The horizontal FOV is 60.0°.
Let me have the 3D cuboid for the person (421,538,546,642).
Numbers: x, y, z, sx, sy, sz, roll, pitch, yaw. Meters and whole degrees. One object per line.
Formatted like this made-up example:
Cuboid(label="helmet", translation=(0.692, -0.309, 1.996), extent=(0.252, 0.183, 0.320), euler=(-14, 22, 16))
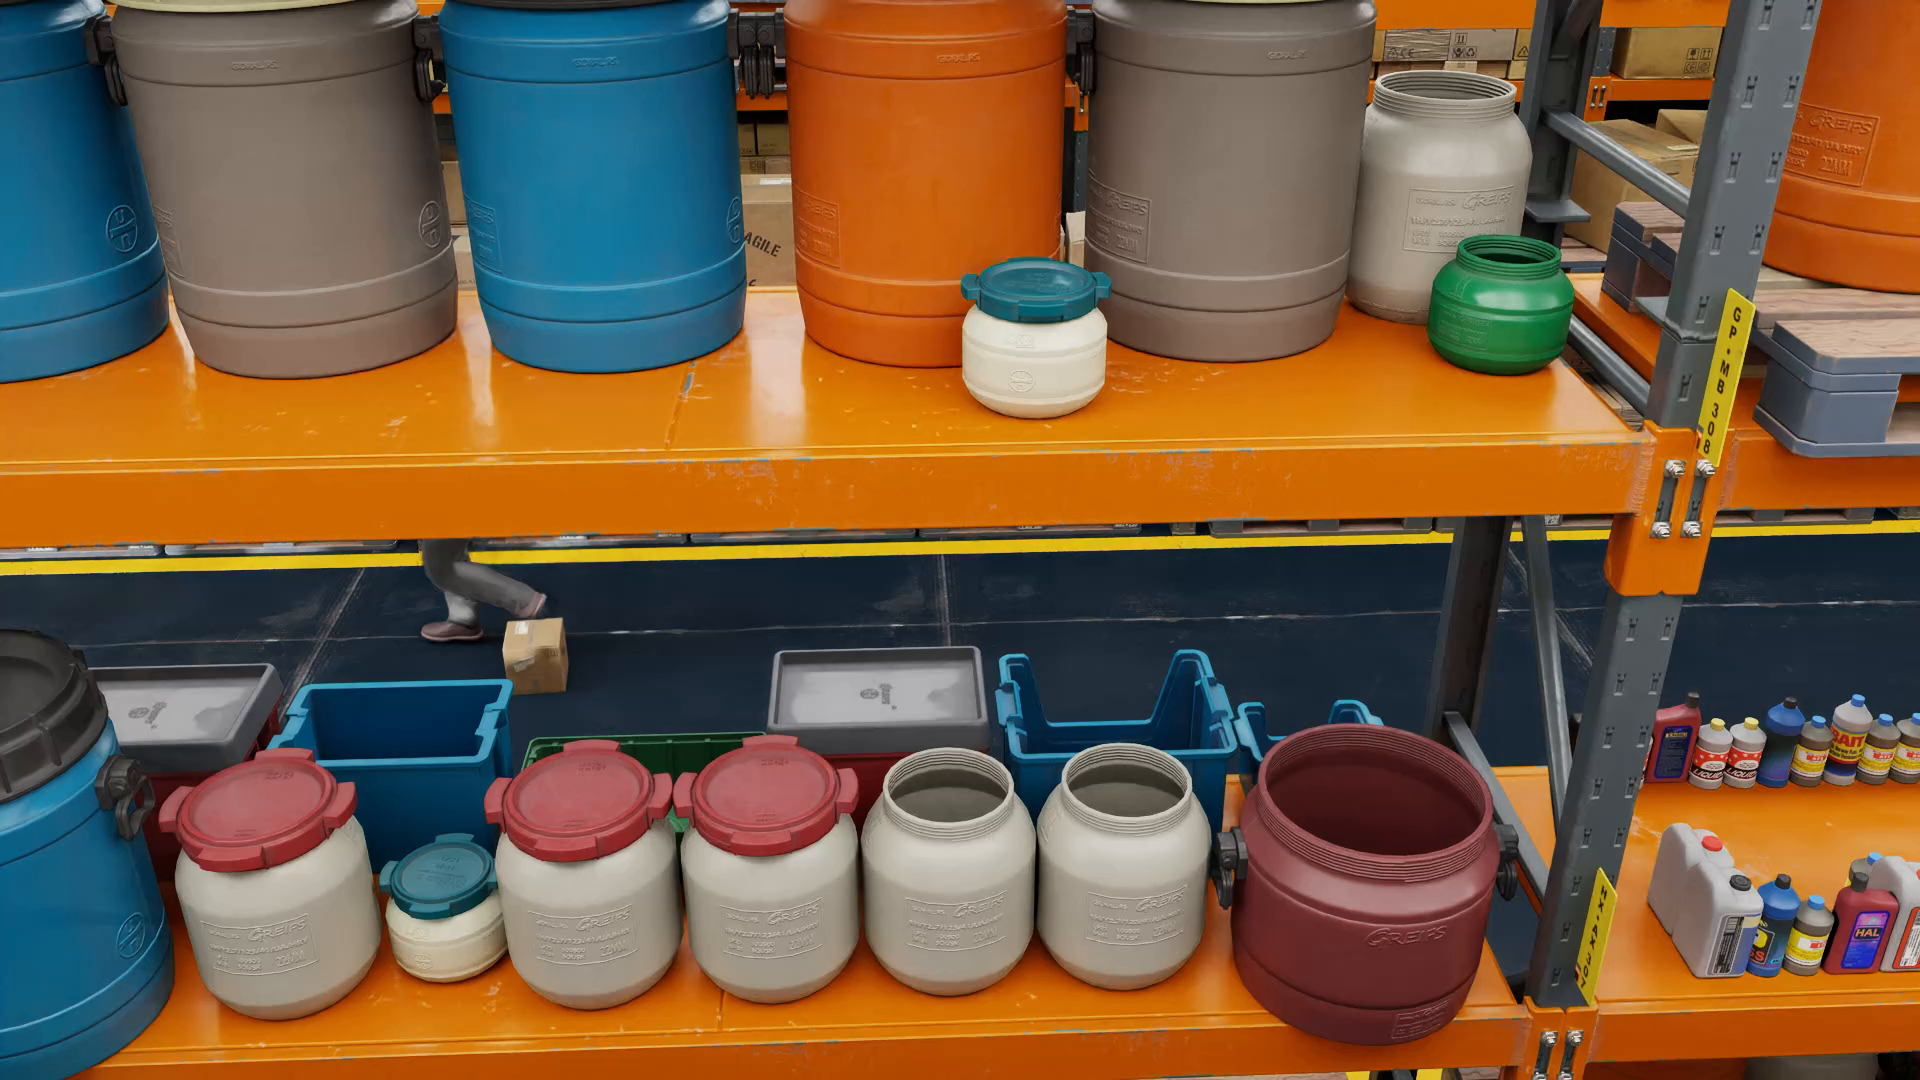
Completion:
Cuboid(label="person", translation=(-2.250, -0.237, 7.539), extent=(0.651, 1.635, 0.450), euler=(-1, 28, -2))
